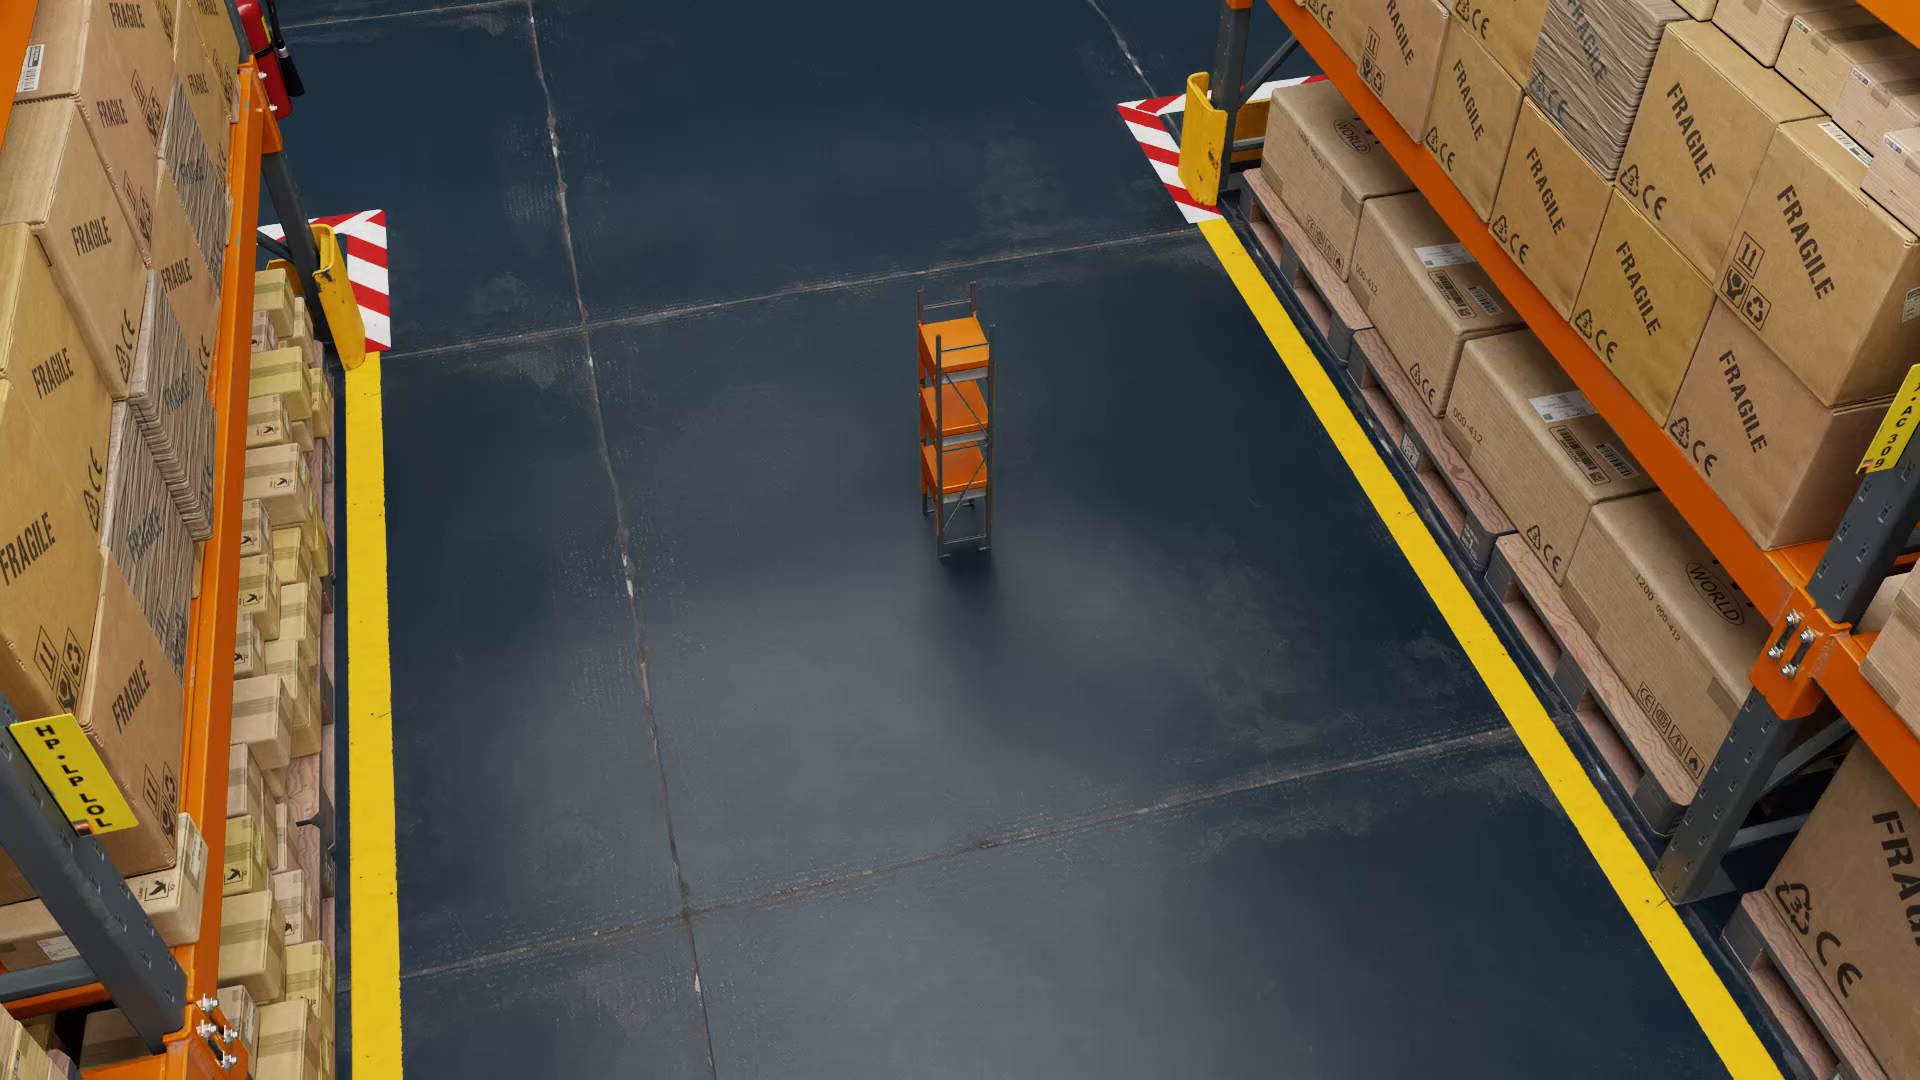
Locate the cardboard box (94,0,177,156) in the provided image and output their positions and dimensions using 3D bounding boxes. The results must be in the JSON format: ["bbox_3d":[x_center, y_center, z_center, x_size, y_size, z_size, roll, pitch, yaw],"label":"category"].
[{"bbox_3d":[-2.487,-1.346,4.490,0.500,0.500,0.500,-9,46,-8],"label":"cardboard box"}]

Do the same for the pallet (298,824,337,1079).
[{"bbox_3d":[-2.298,1.446,4.685,1.003,0.211,1.213,-11,47,-10],"label":"pallet"}]

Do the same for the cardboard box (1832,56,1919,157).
[{"bbox_3d":[2.318,-1.016,3.921,0.380,0.149,0.250,-10,46,-9],"label":"cardboard box"}]

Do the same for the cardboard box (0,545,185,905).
[{"bbox_3d":[-1.975,0.400,3.479,0.500,0.500,0.500,-11,47,-11],"label":"cardboard box"}]

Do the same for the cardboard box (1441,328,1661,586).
[{"bbox_3d":[2.381,-0.369,6.011,0.875,0.438,0.875,-12,47,-11],"label":"cardboard box"}]

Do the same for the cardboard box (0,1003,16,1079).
[{"bbox_3d":[-1.800,0.901,2.732,0.380,0.149,0.250,-9,46,-8],"label":"cardboard box"}]

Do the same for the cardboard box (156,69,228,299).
[{"bbox_3d":[-2.486,-1.005,4.857,0.500,0.500,0.500,-11,47,-10],"label":"cardboard box"}]

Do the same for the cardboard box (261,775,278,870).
[{"bbox_3d":[-2.190,0.858,4.802,0.380,0.149,0.250,-13,47,-12],"label":"cardboard box"}]

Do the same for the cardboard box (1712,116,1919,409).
[{"bbox_3d":[2.280,-0.708,4.073,0.500,0.500,0.500,-11,47,-11],"label":"cardboard box"}]

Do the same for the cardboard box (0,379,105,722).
[{"bbox_3d":[-1.972,0.082,3.091,0.500,0.500,0.500,-10,46,-9],"label":"cardboard box"}]

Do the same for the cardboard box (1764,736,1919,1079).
[{"bbox_3d":[2.903,0.963,4.400,0.875,0.875,0.875,-9,46,-9],"label":"cardboard box"}]

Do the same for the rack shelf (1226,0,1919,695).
[{"bbox_3d":[2.155,-1.177,5.807,1.077,0.370,4.000,-11,47,-10],"label":"rack shelf"}]

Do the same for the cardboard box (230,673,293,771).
[{"bbox_3d":[-2.180,0.561,4.886,0.380,0.149,0.250,-10,46,-9],"label":"cardboard box"}]

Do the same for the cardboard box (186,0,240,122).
[{"bbox_3d":[-2.752,-1.710,5.548,0.500,0.500,0.500,-10,46,-9],"label":"cardboard box"}]

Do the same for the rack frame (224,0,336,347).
[{"bbox_3d":[-3.116,-1.834,5.947,1.000,3.000,0.127,-11,47,-10],"label":"rack frame"}]

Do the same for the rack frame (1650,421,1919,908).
[{"bbox_3d":[2.667,-0.048,4.196,1.000,3.000,0.127,-11,47,-10],"label":"rack frame"}]

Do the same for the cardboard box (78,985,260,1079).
[{"bbox_3d":[-1.980,1.294,4.167,0.380,0.149,0.250,-9,46,-9],"label":"cardboard box"}]

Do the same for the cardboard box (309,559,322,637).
[{"bbox_3d":[-2.379,0.224,5.632,0.380,0.149,0.250,-10,46,-10],"label":"cardboard box"}]

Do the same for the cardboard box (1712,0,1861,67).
[{"bbox_3d":[2.182,-1.361,4.260,0.380,0.149,0.250,-11,47,-11],"label":"cardboard box"}]

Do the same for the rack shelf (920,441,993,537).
[{"bbox_3d":[-0.014,-0.202,6.117,0.215,0.259,0.240,-11,47,-10],"label":"rack shelf"}]

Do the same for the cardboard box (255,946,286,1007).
[{"bbox_3d":[-2.027,1.207,4.461,0.380,0.149,0.250,-10,46,-10],"label":"cardboard box"}]

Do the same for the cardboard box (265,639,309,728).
[{"bbox_3d":[-2.241,0.478,5.175,0.380,0.149,0.250,-11,47,-11],"label":"cardboard box"}]

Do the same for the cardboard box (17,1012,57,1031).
[{"bbox_3d":[-2.538,1.203,4.257,0.380,0.149,0.250,-10,46,-10],"label":"cardboard box"}]

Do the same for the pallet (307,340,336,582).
[{"bbox_3d":[-2.923,-0.239,6.336,1.003,0.211,1.213,-11,47,-10],"label":"pallet"}]

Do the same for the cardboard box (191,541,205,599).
[{"bbox_3d":[-2.170,0.046,4.281,0.380,0.149,0.250,-10,46,-10],"label":"cardboard box"}]

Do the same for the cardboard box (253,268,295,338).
[{"bbox_3d":[-2.735,-0.873,6.290,0.380,0.149,0.250,-10,46,-10],"label":"cardboard box"}]

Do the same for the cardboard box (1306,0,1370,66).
[{"bbox_3d":[1.645,-2.116,6.154,0.500,0.500,0.500,-11,47,-11],"label":"cardboard box"}]

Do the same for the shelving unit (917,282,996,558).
[{"bbox_3d":[-0.014,-0.404,5.911,0.215,1.050,0.252,-11,47,-10],"label":"shelving unit"}]

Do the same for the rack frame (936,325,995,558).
[{"bbox_3d":[0.018,-0.320,5.829,0.200,1.050,0.008,-11,47,-10],"label":"rack frame"}]

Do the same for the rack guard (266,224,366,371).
[{"bbox_3d":[-3.096,-0.907,6.789,1.175,0.500,0.348,-11,47,-10],"label":"rack guard"}]

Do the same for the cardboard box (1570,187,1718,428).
[{"bbox_3d":[2.164,-0.710,4.776,0.500,0.500,0.500,-12,47,-11],"label":"cardboard box"}]

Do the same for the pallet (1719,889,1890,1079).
[{"bbox_3d":[2.938,1.447,4.684,1.003,0.211,1.213,-11,47,-10],"label":"pallet"}]

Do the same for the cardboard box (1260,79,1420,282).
[{"bbox_3d":[1.909,-1.622,7.239,0.875,0.438,0.875,-12,47,-12],"label":"cardboard box"}]

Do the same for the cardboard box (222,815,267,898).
[{"bbox_3d":[-2.105,0.928,4.526,0.380,0.149,0.250,-11,47,-11],"label":"cardboard box"}]

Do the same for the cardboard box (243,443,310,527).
[{"bbox_3d":[-2.410,-0.167,5.599,0.380,0.149,0.250,-9,46,-9],"label":"cardboard box"}]

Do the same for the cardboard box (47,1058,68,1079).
[{"bbox_3d":[-1.799,1.106,2.948,0.380,0.149,0.250,-12,47,-11],"label":"cardboard box"}]

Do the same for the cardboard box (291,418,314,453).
[{"bbox_3d":[-2.570,-0.417,6.052,0.380,0.149,0.250,-12,47,-12],"label":"cardboard box"}]

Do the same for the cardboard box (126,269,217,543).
[{"bbox_3d":[-2.203,-0.295,4.160,0.500,0.500,0.500,-12,47,-11],"label":"cardboard box"}]

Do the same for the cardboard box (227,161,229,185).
[{"bbox_3d":[-2.653,-1.224,5.525,0.380,0.149,0.250,-11,47,-11],"label":"cardboard box"}]

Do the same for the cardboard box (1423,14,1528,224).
[{"bbox_3d":[1.902,-1.419,5.470,0.500,0.500,0.500,-9,46,-9],"label":"cardboard box"}]

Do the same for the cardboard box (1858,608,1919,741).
[{"bbox_3d":[2.525,0.357,3.905,0.500,0.250,0.500,-12,47,-11],"label":"cardboard box"}]

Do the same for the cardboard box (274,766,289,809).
[{"bbox_3d":[-2.272,0.777,5.091,0.380,0.149,0.250,-13,47,-12],"label":"cardboard box"}]

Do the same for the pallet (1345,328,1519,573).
[{"bbox_3d":[2.232,-0.455,6.548,1.003,0.211,1.213,-11,47,-10],"label":"pallet"}]

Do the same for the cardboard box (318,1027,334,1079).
[{"bbox_3d":[-1.875,1.468,4.413,0.380,0.149,0.250,-13,47,-12],"label":"cardboard box"}]

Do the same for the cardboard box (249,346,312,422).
[{"bbox_3d":[-2.537,-0.533,5.958,0.380,0.149,0.250,-12,47,-11],"label":"cardboard box"}]

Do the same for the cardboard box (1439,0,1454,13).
[{"bbox_3d":[1.769,-2.101,5.439,0.500,0.500,0.500,-11,47,-11],"label":"cardboard box"}]

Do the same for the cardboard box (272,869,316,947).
[{"bbox_3d":[-2.057,1.122,4.752,0.380,0.149,0.250,-11,47,-11],"label":"cardboard box"}]

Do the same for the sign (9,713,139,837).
[{"bbox_3d":[-1.556,0.418,2.929,0.100,0.325,0.005,-11,47,-10],"label":"sign"}]

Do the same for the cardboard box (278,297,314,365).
[{"bbox_3d":[-2.705,-0.775,6.403,0.380,0.149,0.250,-12,47,-11],"label":"cardboard box"}]

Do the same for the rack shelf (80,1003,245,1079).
[{"bbox_3d":[-1.580,2.560,2.145,1.077,0.370,4.000,-11,47,-10],"label":"rack shelf"}]

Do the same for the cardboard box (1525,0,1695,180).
[{"bbox_3d":[2.018,-1.409,4.761,0.500,0.500,0.500,-10,46,-10],"label":"cardboard box"}]

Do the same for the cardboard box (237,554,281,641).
[{"bbox_3d":[-2.355,0.211,5.229,0.380,0.149,0.250,-10,47,-10],"label":"cardboard box"}]

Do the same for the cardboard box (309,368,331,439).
[{"bbox_3d":[-2.616,-0.499,6.341,0.380,0.149,0.250,-9,46,-9],"label":"cardboard box"}]

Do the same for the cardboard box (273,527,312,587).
[{"bbox_3d":[-2.377,0.119,5.527,0.380,0.149,0.250,-9,46,-8],"label":"cardboard box"}]

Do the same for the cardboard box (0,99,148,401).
[{"bbox_3d":[-2.218,-0.627,3.785,0.500,0.500,0.500,-10,46,-10],"label":"cardboard box"}]
